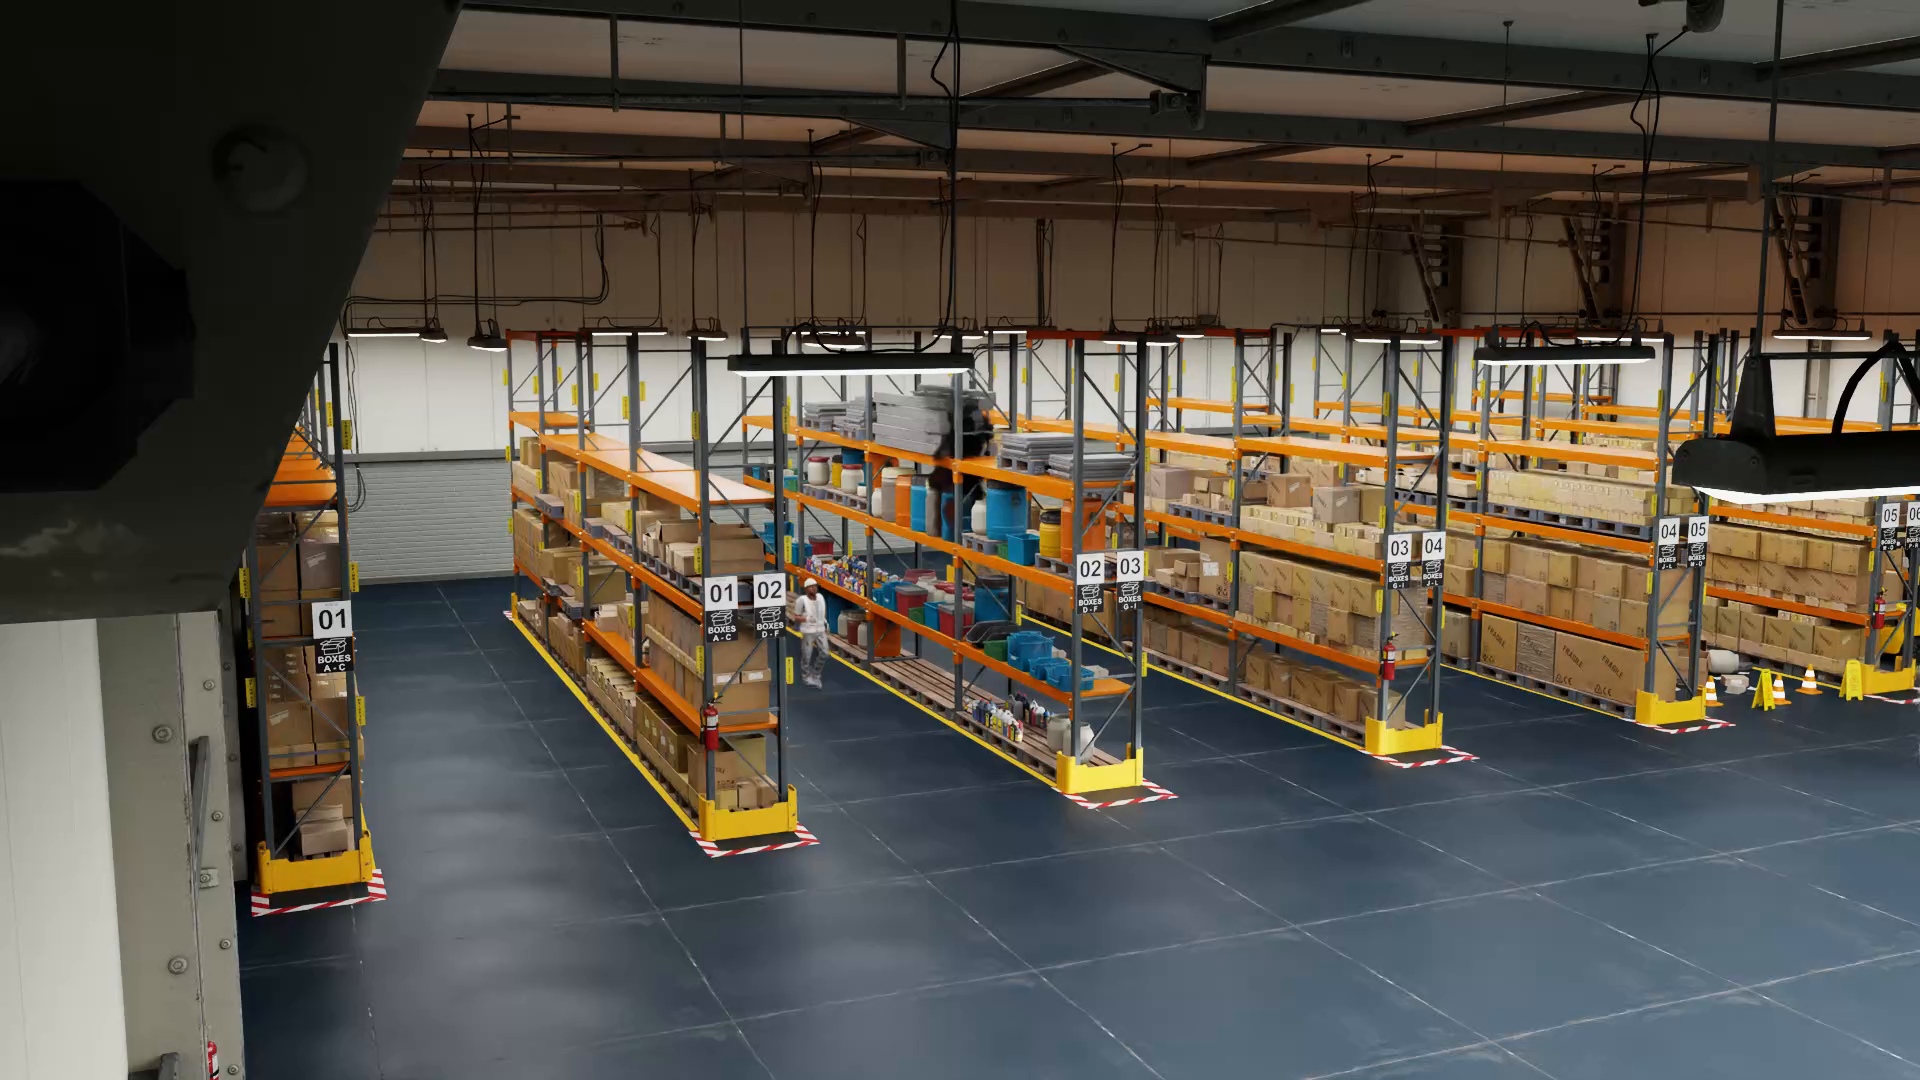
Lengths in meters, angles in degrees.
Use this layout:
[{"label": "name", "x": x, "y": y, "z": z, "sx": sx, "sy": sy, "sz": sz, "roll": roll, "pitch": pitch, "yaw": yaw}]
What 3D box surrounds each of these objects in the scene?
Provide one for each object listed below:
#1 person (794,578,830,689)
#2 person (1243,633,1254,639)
[{"label": "person", "x": -2.344, "y": 1.531, "z": 26.922, "sx": 0.662, "sy": 1.829, "sz": 0.633, "roll": -5, "pitch": 9, "yaw": -33}, {"label": "person", "x": 5.586, "y": 1.092, "z": 32.643, "sx": 0.625, "sy": 1.662, "sz": 0.600, "roll": -5, "pitch": 9, "yaw": -32}]
